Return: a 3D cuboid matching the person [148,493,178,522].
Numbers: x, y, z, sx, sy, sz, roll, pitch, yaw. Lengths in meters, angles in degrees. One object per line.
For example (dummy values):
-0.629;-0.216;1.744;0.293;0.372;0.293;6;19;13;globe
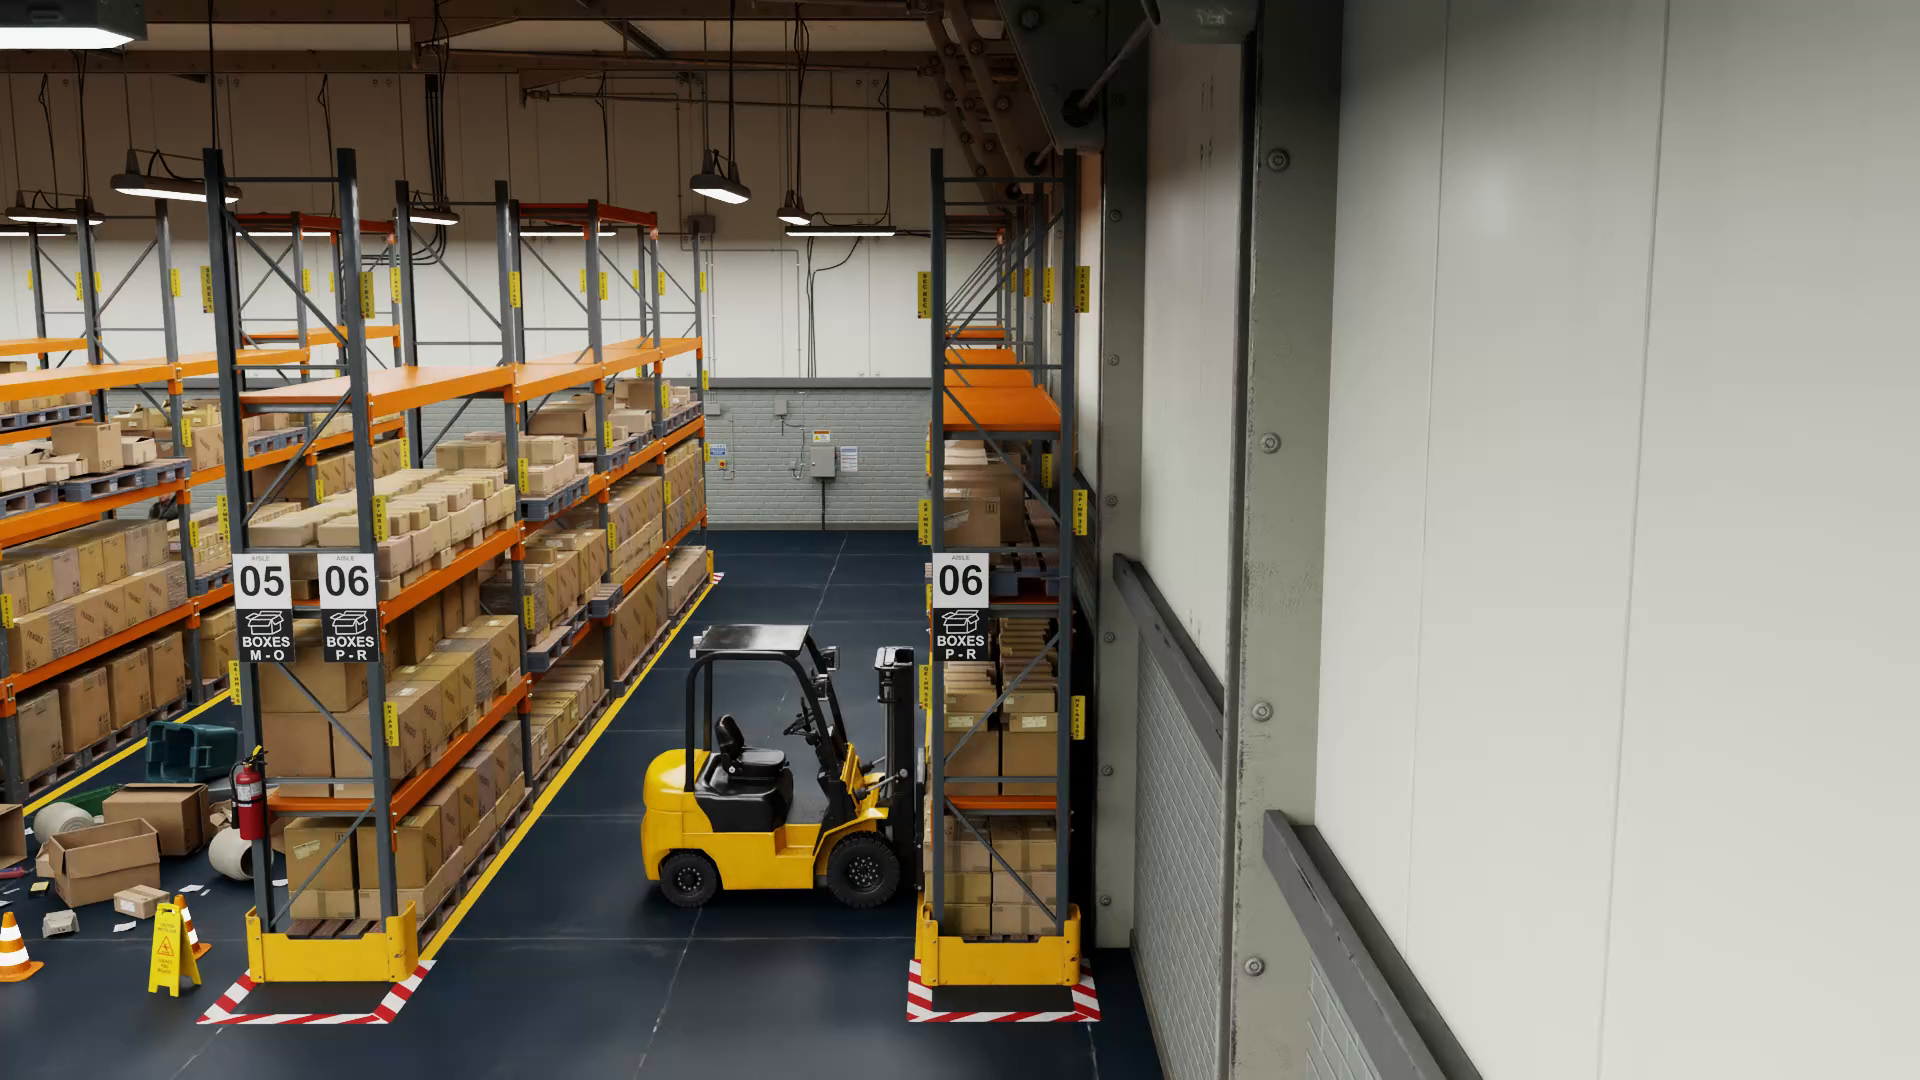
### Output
-12.945;-0.022;27.276;0.676;1.680;0.826;0;9;1;person
